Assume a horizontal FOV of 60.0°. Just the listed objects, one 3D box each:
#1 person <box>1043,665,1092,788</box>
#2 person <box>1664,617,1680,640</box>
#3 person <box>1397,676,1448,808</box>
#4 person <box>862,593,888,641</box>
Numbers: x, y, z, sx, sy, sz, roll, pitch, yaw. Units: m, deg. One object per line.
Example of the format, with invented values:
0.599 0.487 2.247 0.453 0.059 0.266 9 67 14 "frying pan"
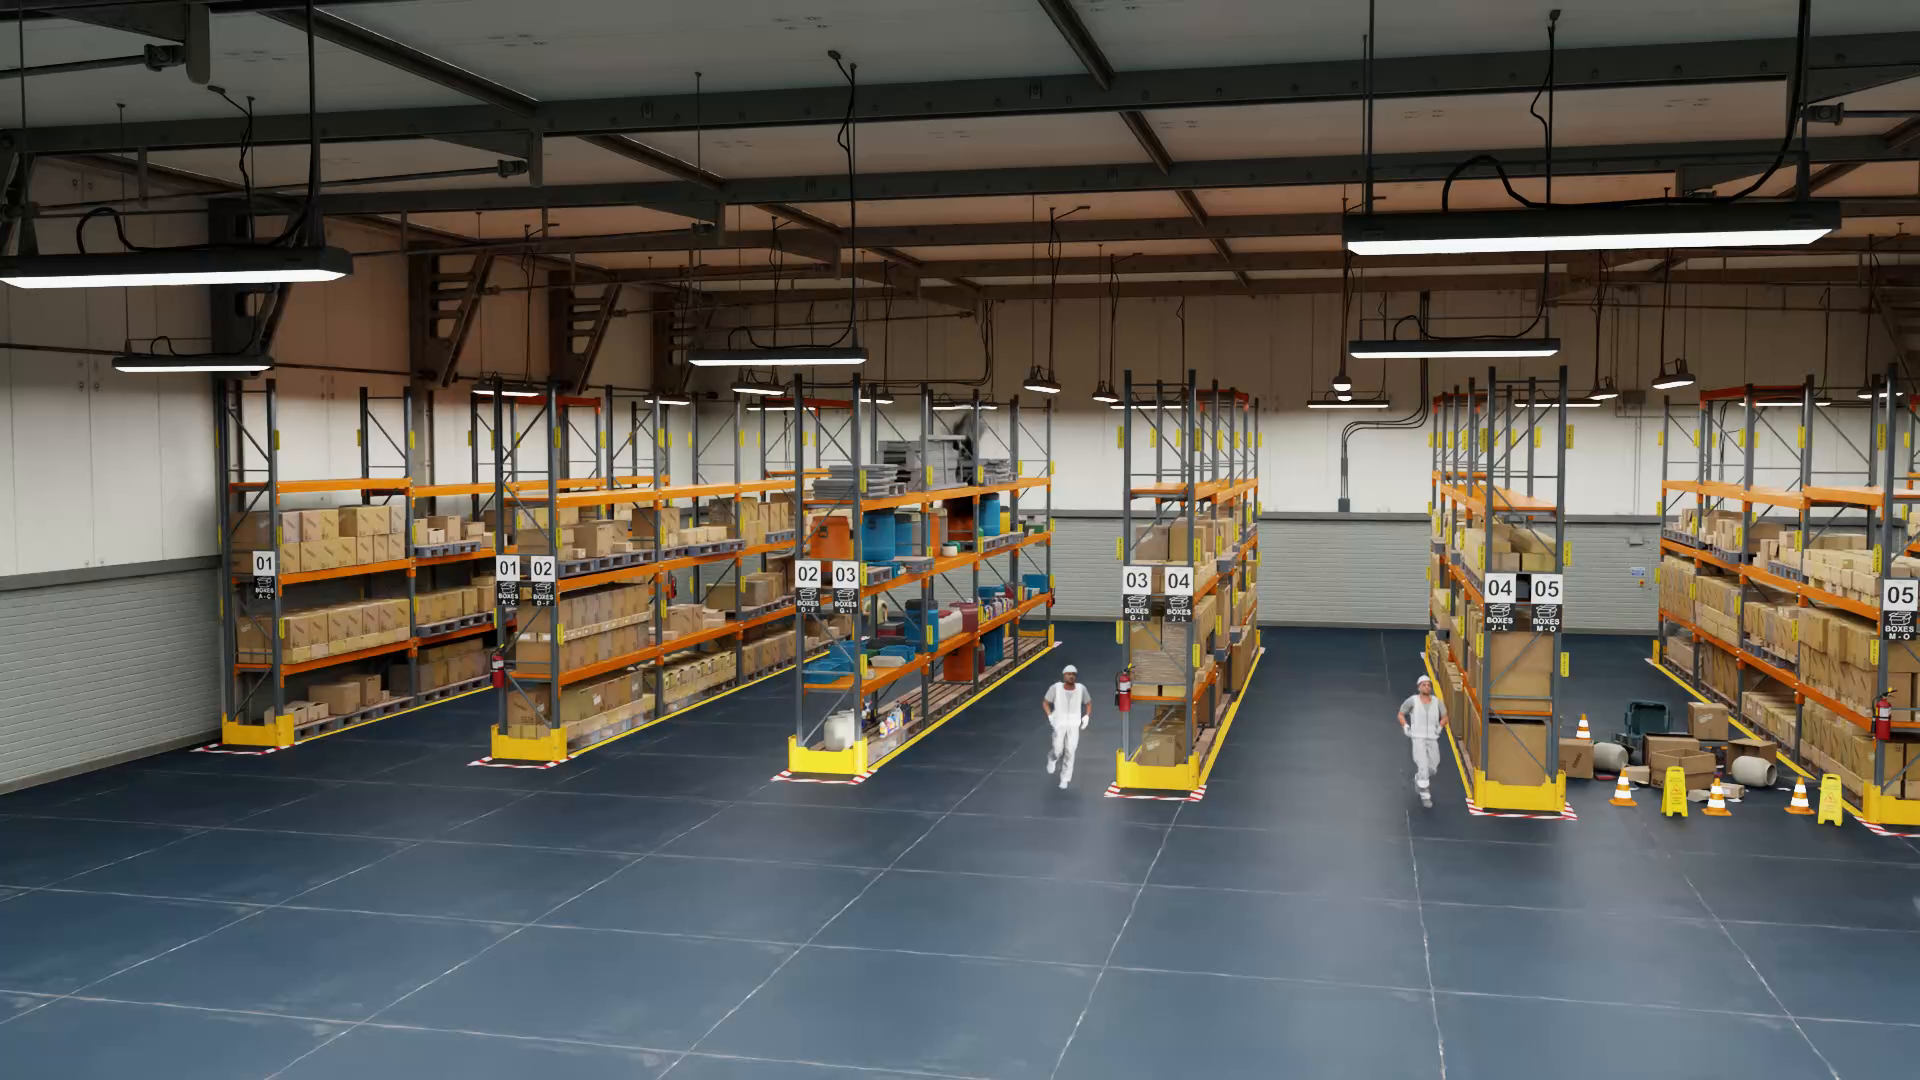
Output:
1.569 2.701 24.231 0.722 1.781 0.695 0 3 -5 "person"
16.521 1.849 38.486 0.714 1.683 0.560 -3 5 -42 "person"
6.421 2.764 22.982 0.677 1.782 0.762 0 3 -4 "person"
-1.898 1.910 37.129 0.570 1.662 0.968 0 3 0 "person"
